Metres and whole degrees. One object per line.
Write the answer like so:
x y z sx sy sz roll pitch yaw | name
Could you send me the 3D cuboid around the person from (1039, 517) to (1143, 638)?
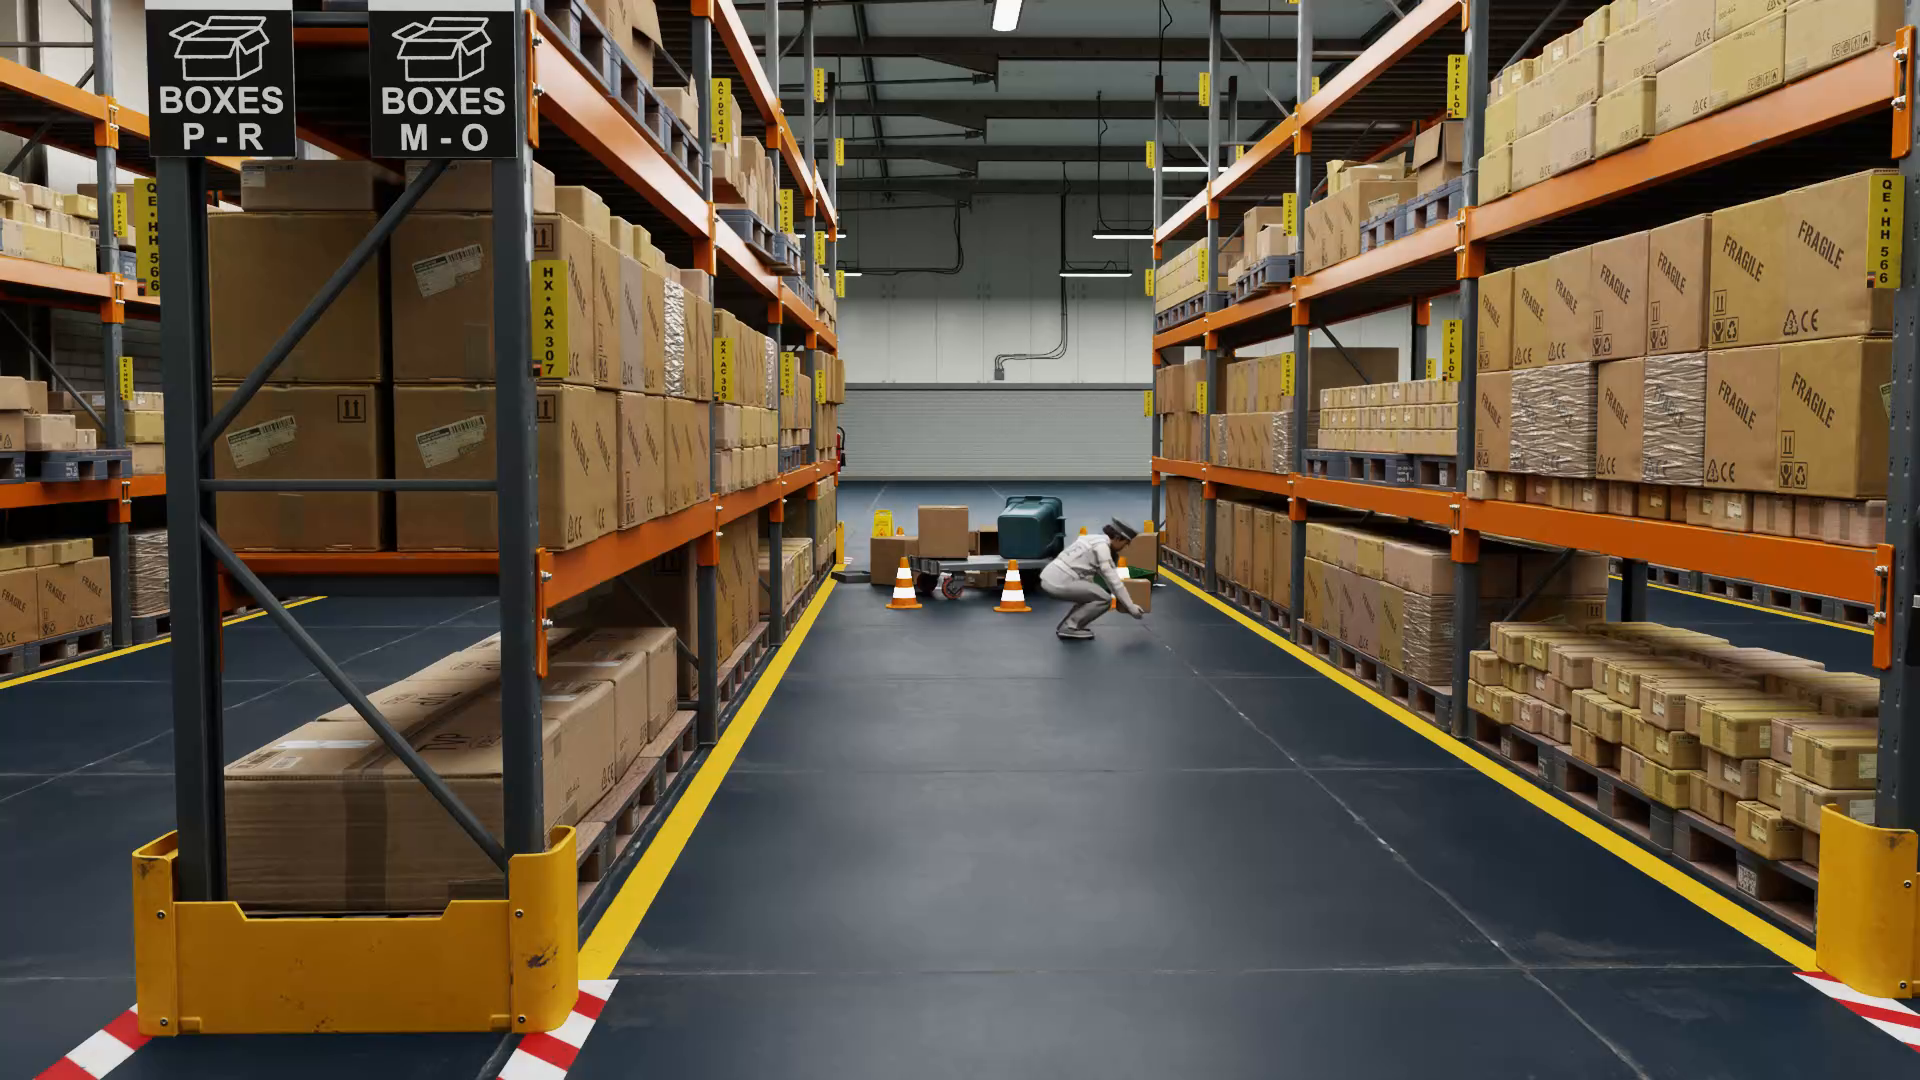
1.048 0.298 13.342 0.821 0.965 0.497 0 4 -1 | person
